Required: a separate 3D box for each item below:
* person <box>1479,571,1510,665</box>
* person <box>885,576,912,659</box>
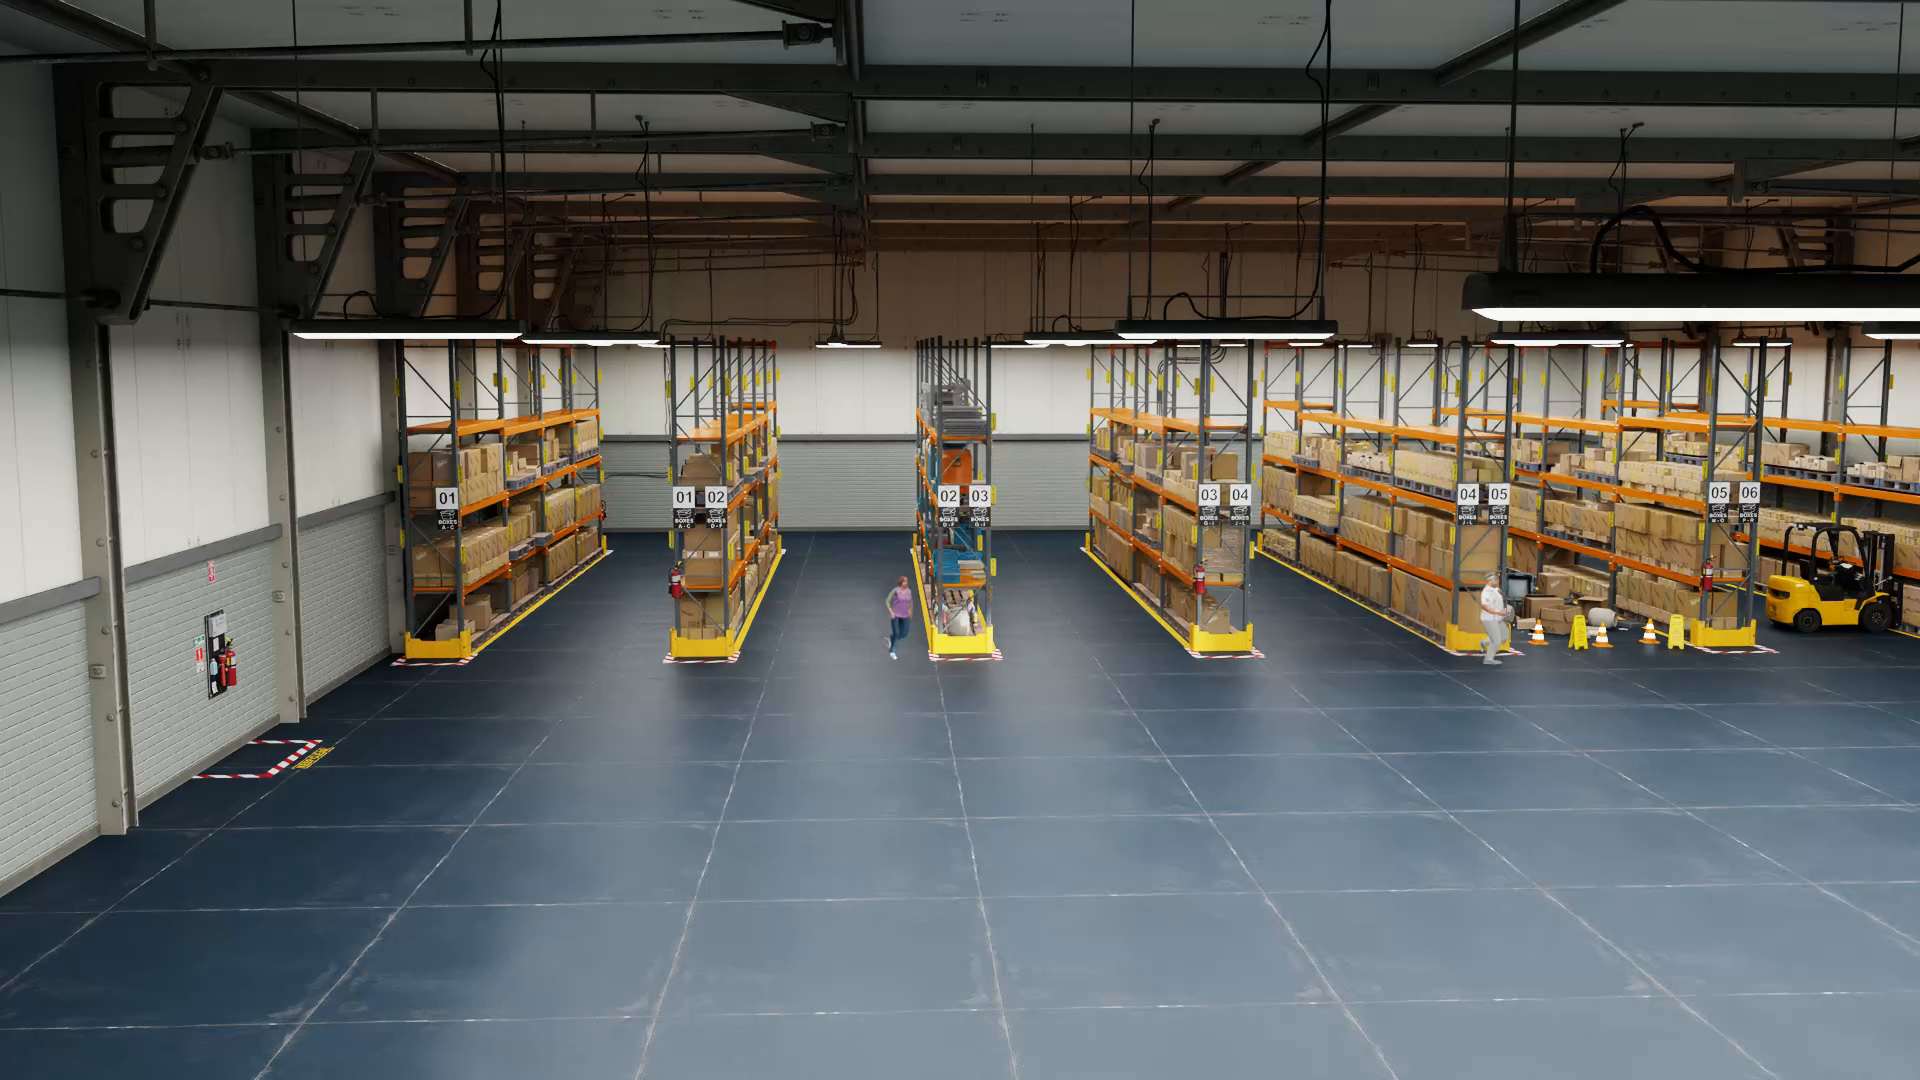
[{"bbox_3d":[9.727,1.419,30.405,0.559,1.720,0.701,5,8,37],"label":"person"},{"bbox_3d":[-1.141,1.435,31.208,0.581,1.550,0.506,-3,7,-26],"label":"person"}]
